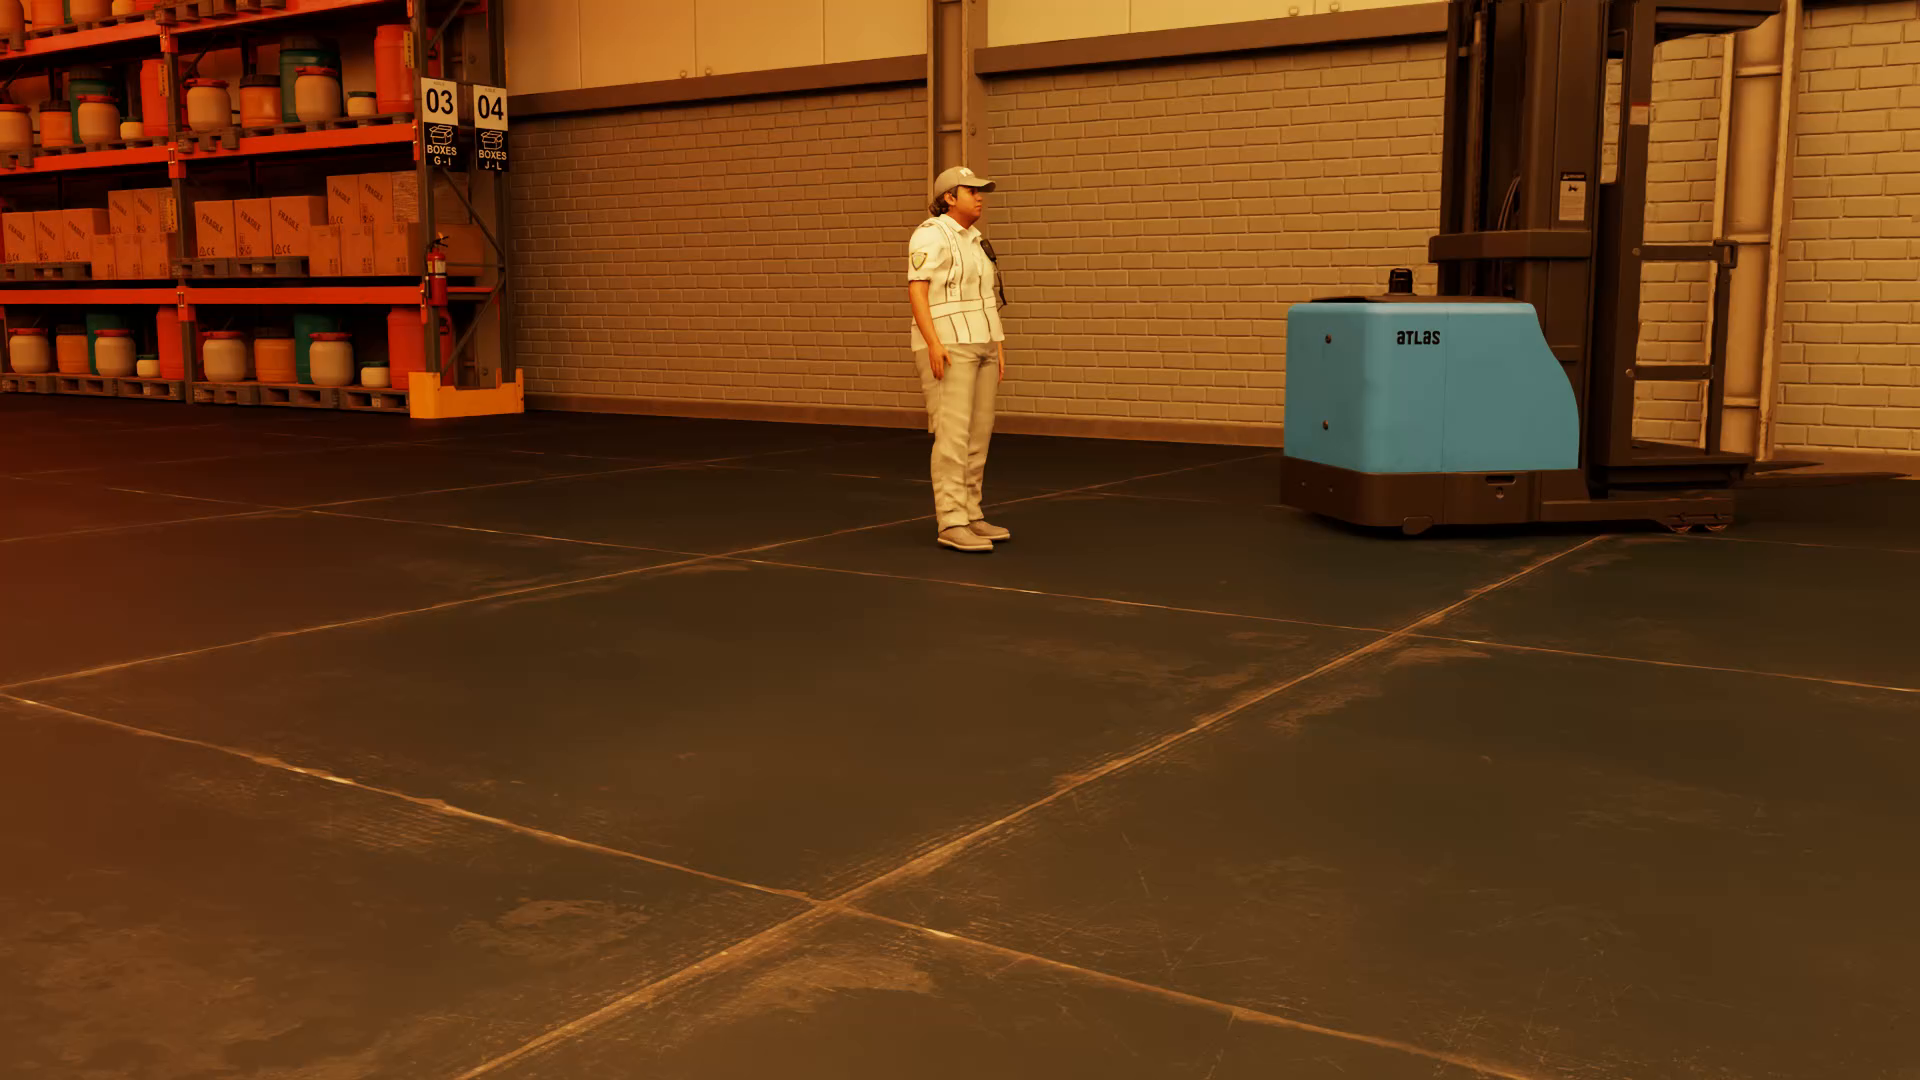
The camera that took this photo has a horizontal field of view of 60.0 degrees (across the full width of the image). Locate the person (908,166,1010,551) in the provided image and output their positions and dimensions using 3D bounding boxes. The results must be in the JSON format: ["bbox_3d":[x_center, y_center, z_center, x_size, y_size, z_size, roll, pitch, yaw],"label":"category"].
[{"bbox_3d":[0.051,-0.823,7.424,0.529,1.670,0.598,5,10,34],"label":"person"}]

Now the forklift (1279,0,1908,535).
[{"bbox_3d":[3.191,-1.555,8.131,3.031,2.935,1.130,-2,8,-13],"label":"forklift"}]
